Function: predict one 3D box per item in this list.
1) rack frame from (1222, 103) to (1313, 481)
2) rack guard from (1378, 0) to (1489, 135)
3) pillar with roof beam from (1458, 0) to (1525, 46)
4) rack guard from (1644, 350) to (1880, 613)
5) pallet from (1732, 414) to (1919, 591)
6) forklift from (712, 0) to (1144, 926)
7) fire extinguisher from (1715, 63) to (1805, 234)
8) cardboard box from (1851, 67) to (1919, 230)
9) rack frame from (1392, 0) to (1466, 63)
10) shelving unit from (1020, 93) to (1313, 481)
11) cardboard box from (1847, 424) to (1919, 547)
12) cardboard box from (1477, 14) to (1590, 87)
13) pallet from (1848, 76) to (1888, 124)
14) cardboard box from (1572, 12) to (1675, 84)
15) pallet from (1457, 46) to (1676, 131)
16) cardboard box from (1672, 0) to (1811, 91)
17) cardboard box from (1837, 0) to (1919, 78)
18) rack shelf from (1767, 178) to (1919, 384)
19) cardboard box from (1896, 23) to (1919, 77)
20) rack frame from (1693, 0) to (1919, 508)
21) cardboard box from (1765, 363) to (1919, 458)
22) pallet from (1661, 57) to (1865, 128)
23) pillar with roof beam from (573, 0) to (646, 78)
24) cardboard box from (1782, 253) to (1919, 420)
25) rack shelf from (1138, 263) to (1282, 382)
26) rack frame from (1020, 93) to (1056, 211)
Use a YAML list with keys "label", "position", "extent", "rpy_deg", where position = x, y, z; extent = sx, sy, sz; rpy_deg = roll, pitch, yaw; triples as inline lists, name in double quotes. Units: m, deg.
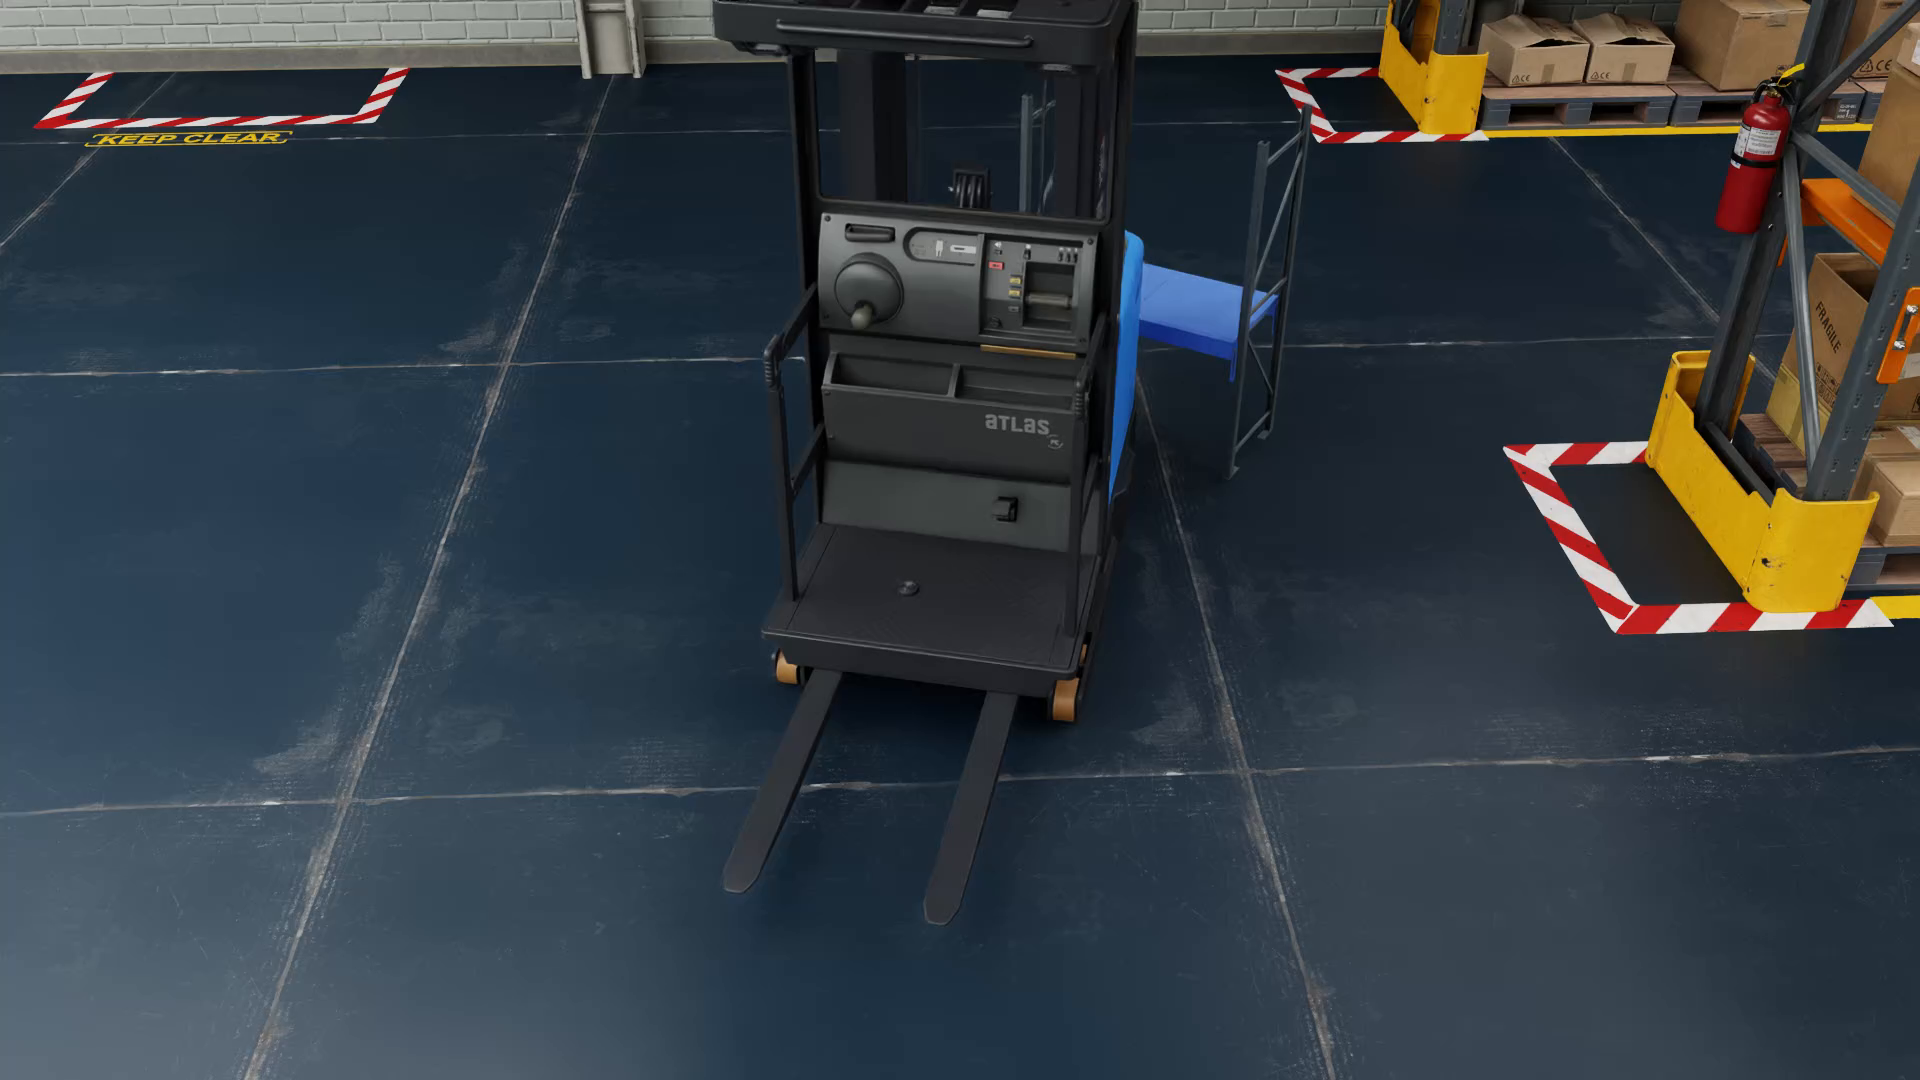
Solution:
- label: "rack frame"
  position: [1.265, -0.997, 6.873]
  extent: [0.032, 1.500, 0.500]
  rpy_deg: [19, 39, 25]
- label: "rack guard"
  position: [3.046, -3.080, 10.761]
  extent: [0.348, 0.500, 1.175]
  rpy_deg: [-2, 35, -2]
- label: "pillar with roof beam"
  position: [3.832, -4.636, 5.541]
  extent: [0.400, 9.000, 9.100]
  rpy_deg: [-2, 35, -2]
- label: "rack guard"
  position: [3.185, -0.261, 6.689]
  extent: [0.348, 0.500, 1.175]
  rpy_deg: [-2, 35, -2]
- label: "pallet"
  position: [3.970, -0.188, 6.836]
  extent: [1.213, 0.211, 1.003]
  rpy_deg: [-2, 35, -2]
- label: "forklift"
  position: [-0.055, -0.800, 5.330]
  extent: [1.130, 2.935, 3.031]
  rpy_deg: [7, 35, 10]
- label: "fire extinguisher"
  position: [3.068, -1.519, 6.377]
  extent: [0.183, 0.674, 0.296]
  rpy_deg: [-2, 35, -2]
- label: "cardboard box"
  position: [3.675, -1.336, 5.957]
  extent: [0.500, 0.500, 0.700]
  rpy_deg: [-2, 35, -2]
- label: "rack frame"
  position: [2.970, -4.106, 10.047]
  extent: [0.127, 3.000, 1.000]
  rpy_deg: [-2, 35, -2]
- label: "shelving unit"
  position: [0.827, -1.145, 7.086]
  extent: [1.048, 1.500, 0.538]
  rpy_deg: [19, 39, 25]
- label: "cardboard box"
  position: [3.755, -0.220, 6.479]
  extent: [0.500, 0.250, 0.500]
  rpy_deg: [-2, 35, -2]
- label: "cardboard box"
  position: [3.666, -3.149, 10.640]
  extent: [0.500, 0.311, 0.500]
  rpy_deg: [-5, 35, -8]
- label: "pallet"
  position: [6.297, -3.029, 10.941]
  extent: [1.213, 0.211, 1.003]
  rpy_deg: [-2, 35, -2]
- label: "cardboard box"
  position: [4.235, -3.164, 10.662]
  extent: [0.500, 0.311, 0.500]
  rpy_deg: [1, 35, 2]
- label: "pallet"
  position: [3.859, -2.963, 10.846]
  extent: [1.213, 0.211, 1.003]
  rpy_deg: [-2, 35, -2]
- label: "cardboard box"
  position: [4.970, -3.233, 10.596]
  extent: [0.500, 0.500, 0.700]
  rpy_deg: [-4, 35, -5]
- label: "cardboard box"
  position: [5.931, -3.316, 10.715]
  extent: [0.500, 0.500, 0.500]
  rpy_deg: [-4, 35, -6]
- label: "rack shelf"
  position: [5.206, -1.048, 6.261]
  extent: [4.000, 0.370, 1.077]
  rpy_deg: [-2, 35, -2]
- label: "cardboard box"
  position: [3.581, -1.716, 5.937]
  extent: [0.250, 0.149, 0.380]
  rpy_deg: [-2, 35, -3]
- label: "rack frame"
  position: [3.209, -1.290, 5.978]
  extent: [0.127, 3.000, 1.000]
  rpy_deg: [-2, 35, -2]
- label: "cardboard box"
  position: [3.730, -0.514, 6.905]
  extent: [0.500, 0.250, 0.500]
  rpy_deg: [-2, 35, -2]
- label: "pallet"
  position: [5.075, -2.994, 10.891]
  extent: [1.213, 0.211, 1.003]
  rpy_deg: [-2, 35, -2]
- label: "pillar with roof beam"
  position: [-2.161, -4.474, 5.308]
  extent: [0.400, 9.000, 9.100]
  rpy_deg: [-2, 35, -2]
- label: "cardboard box"
  position: [3.730, -0.824, 6.693]
  extent: [0.500, 0.500, 0.500]
  rpy_deg: [-2, 35, -2]
- label: "rack shelf"
  position: [0.827, -0.997, 7.188]
  extent: [1.000, 0.185, 0.538]
  rpy_deg: [19, 39, 25]
- label: "rack frame"
  position: [0.390, -1.292, 7.299]
  extent: [0.032, 1.500, 0.500]
  rpy_deg: [19, 39, 25]
